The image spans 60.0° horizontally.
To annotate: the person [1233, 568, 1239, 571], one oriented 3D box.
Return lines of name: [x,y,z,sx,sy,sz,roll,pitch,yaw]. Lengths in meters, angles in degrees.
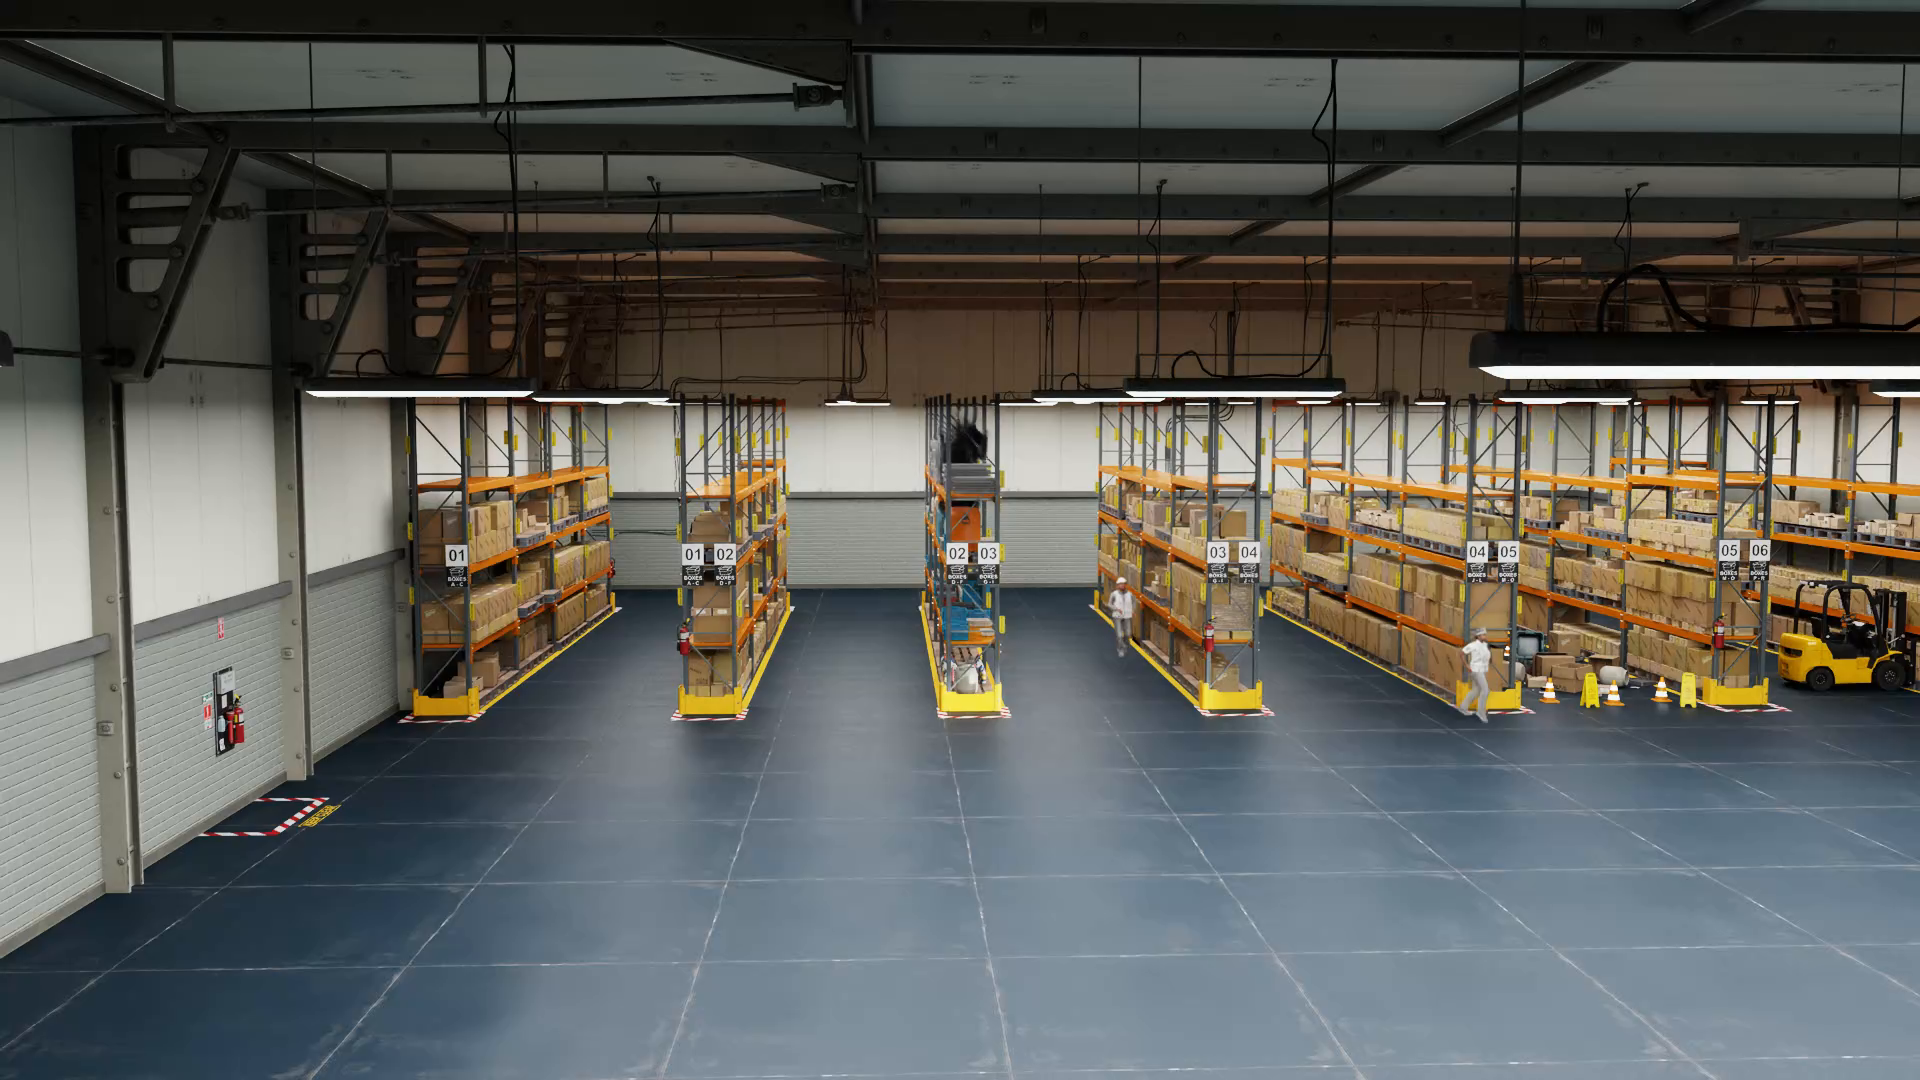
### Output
person: [7.704,1.169,46.373,0.648,1.815,0.772,0,5,3]

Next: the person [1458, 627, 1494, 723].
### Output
person: [9.521,2.473,30.655,0.675,1.762,0.582,4,6,42]

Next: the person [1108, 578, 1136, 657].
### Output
person: [3.557,1.697,36.400,0.611,1.739,0.535,0,5,-6]
